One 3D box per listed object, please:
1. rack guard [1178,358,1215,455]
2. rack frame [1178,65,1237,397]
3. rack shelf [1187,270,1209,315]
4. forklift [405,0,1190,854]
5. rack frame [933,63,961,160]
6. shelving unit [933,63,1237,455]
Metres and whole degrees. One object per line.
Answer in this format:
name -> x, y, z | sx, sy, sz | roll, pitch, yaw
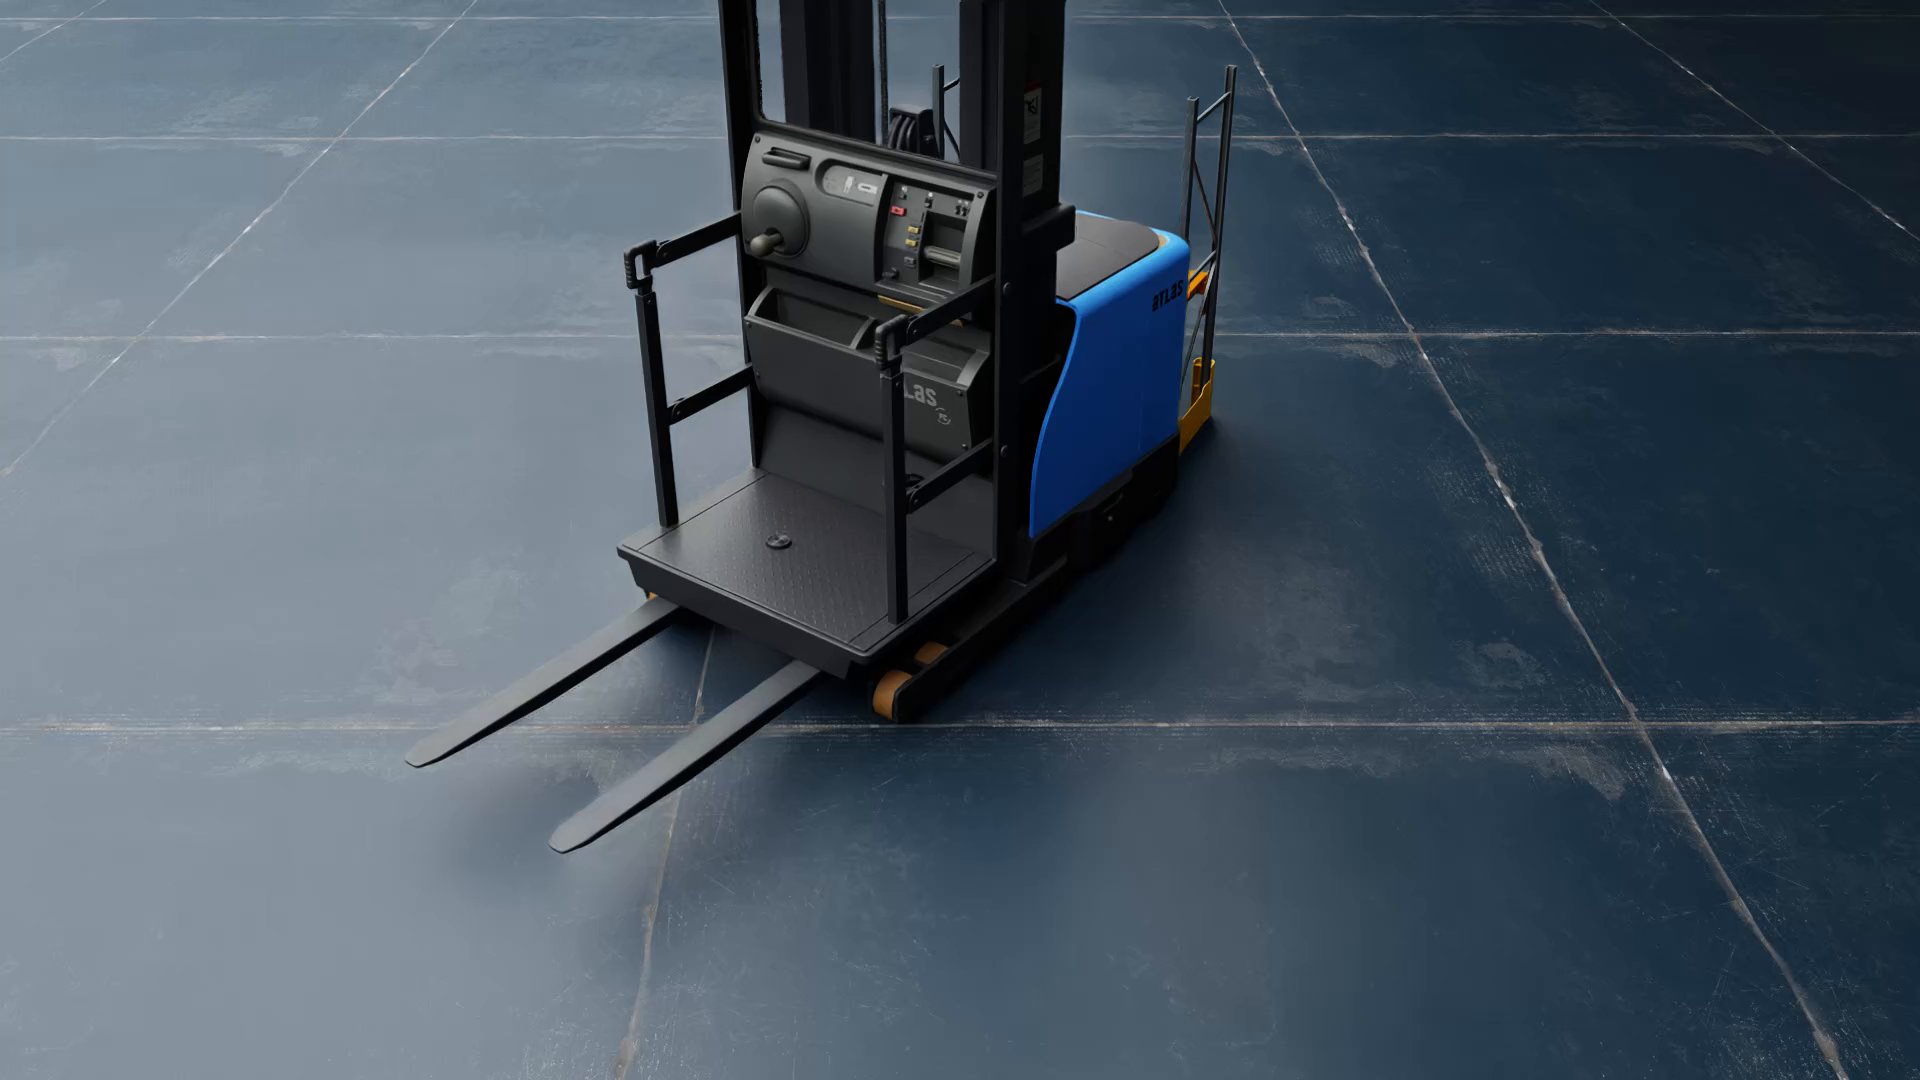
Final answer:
rack guard -> 0.917, -0.522, 6.870 | 0.087, 0.250, 0.587 | 14, 34, 22
rack frame -> 0.935, -1.052, 6.538 | 0.032, 1.500, 0.500 | 14, 34, 22
rack shelf -> 0.476, -1.012, 6.818 | 1.000, 0.185, 0.538 | 14, 34, 22
forklift -> -0.433, -0.961, 5.008 | 1.130, 2.935, 3.031 | 21, 37, 30
rack frame -> 0.017, -1.279, 6.912 | 0.032, 1.500, 0.500 | 14, 34, 22
shelving unit -> 0.468, -1.167, 6.728 | 1.083, 1.500, 0.587 | 14, 34, 22
